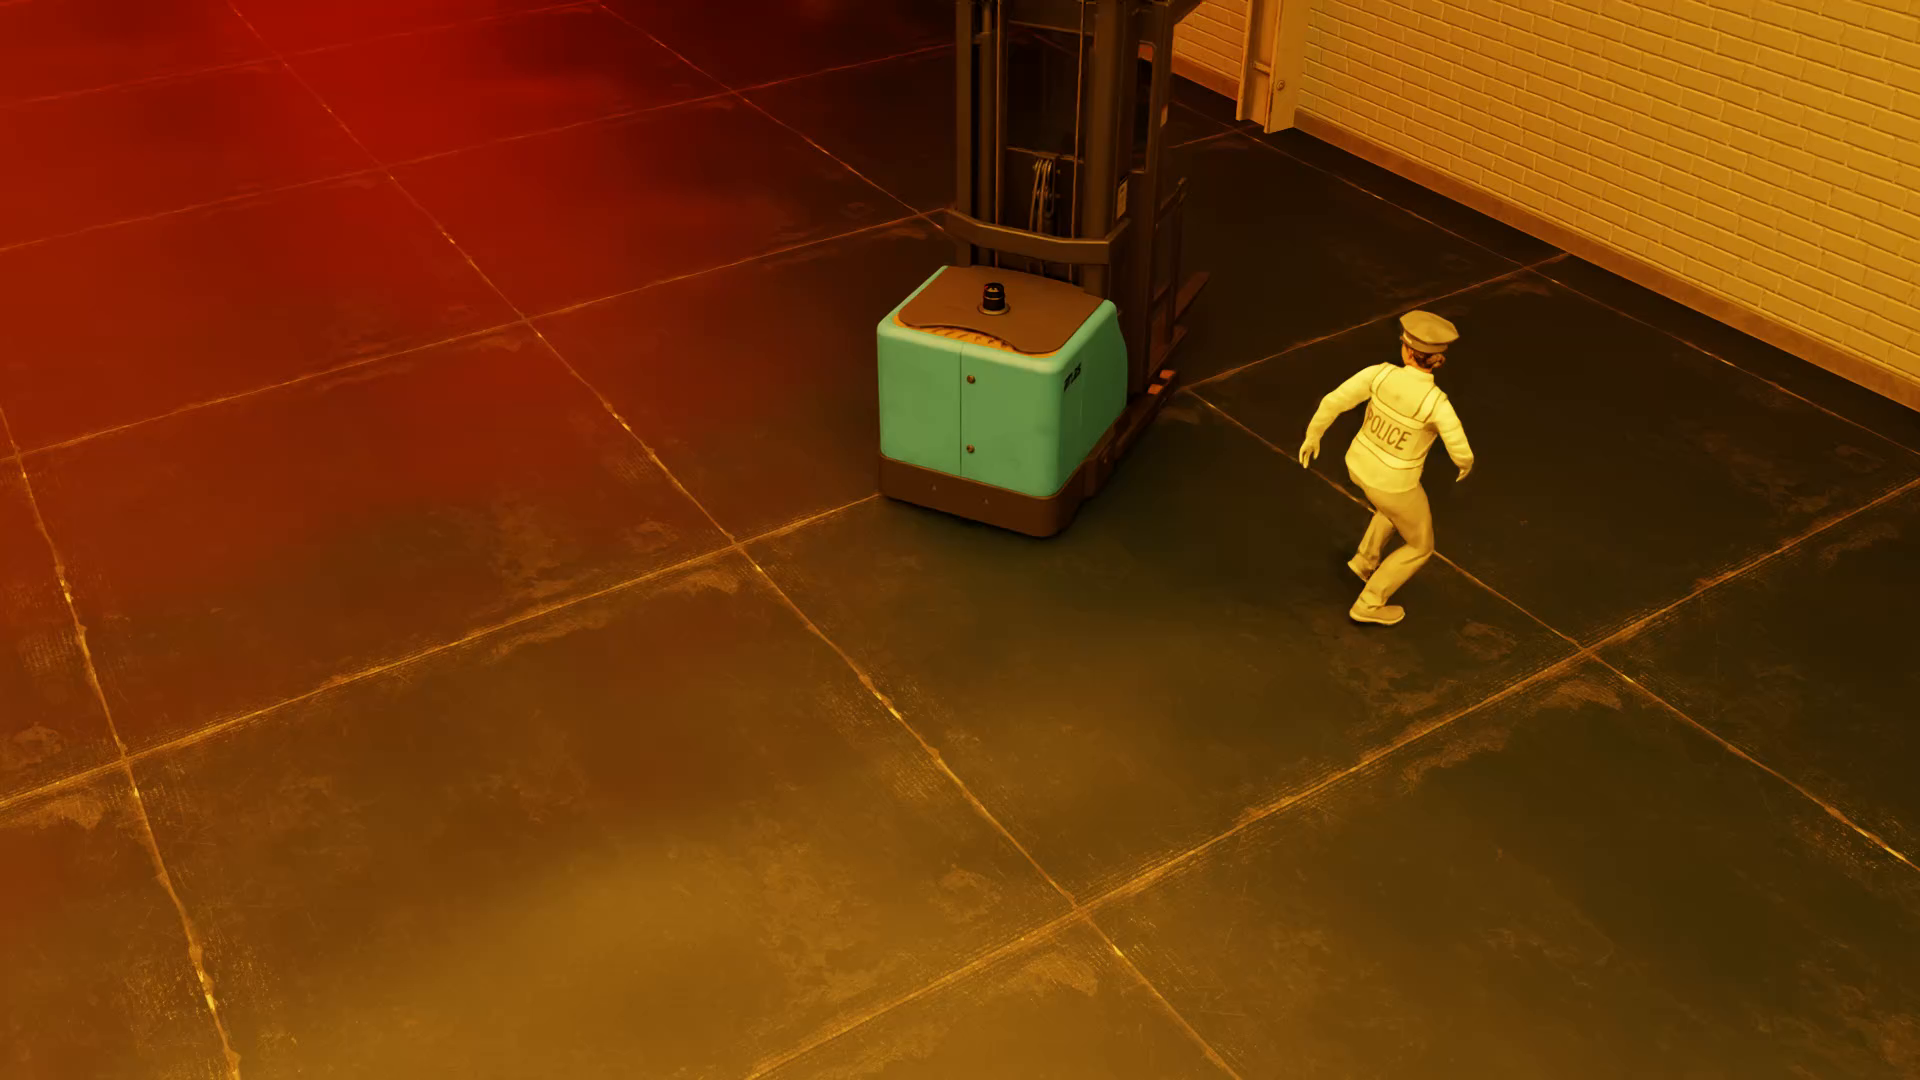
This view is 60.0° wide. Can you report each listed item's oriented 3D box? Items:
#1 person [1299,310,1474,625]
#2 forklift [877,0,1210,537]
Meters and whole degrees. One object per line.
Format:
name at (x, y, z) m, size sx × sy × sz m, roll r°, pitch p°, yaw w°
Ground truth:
person at (2.033, -0.312, 7.781) m, size 0.671 × 1.614 × 0.654 m, roll -16°, pitch 38°, yaw -21°
forklift at (0.659, -2.049, 9.064) m, size 1.130 × 2.935 × 3.031 m, roll 16°, pitch 38°, yaw 21°
